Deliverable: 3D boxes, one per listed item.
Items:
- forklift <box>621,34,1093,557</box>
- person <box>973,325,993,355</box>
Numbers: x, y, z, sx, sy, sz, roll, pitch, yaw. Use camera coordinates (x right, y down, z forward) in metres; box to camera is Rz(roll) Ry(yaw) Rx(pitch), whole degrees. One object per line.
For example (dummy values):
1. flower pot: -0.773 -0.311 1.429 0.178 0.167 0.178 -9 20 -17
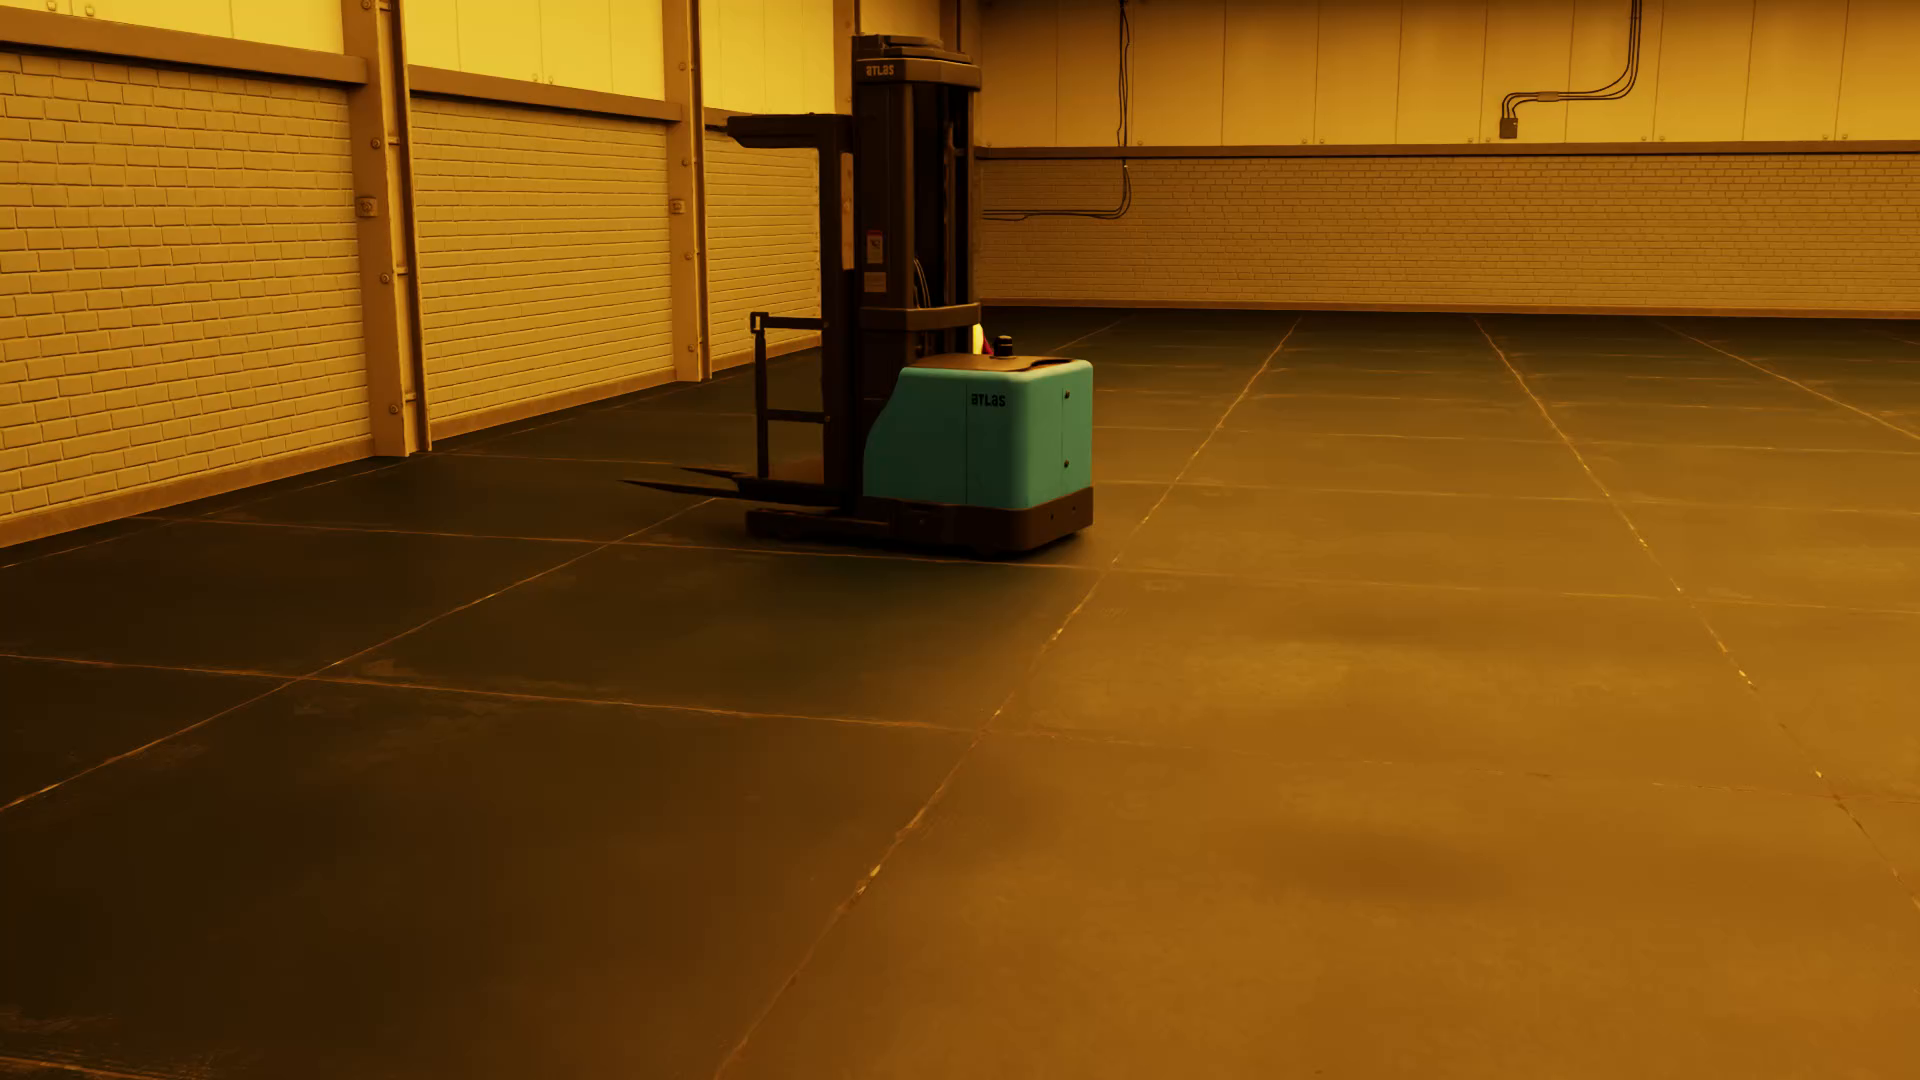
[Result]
1. forklift: -0.730 -1.526 10.220 3.031 2.935 1.130 6 13 28
2. person: -0.185 -1.042 11.712 1.182 1.410 0.967 -6 13 -26
